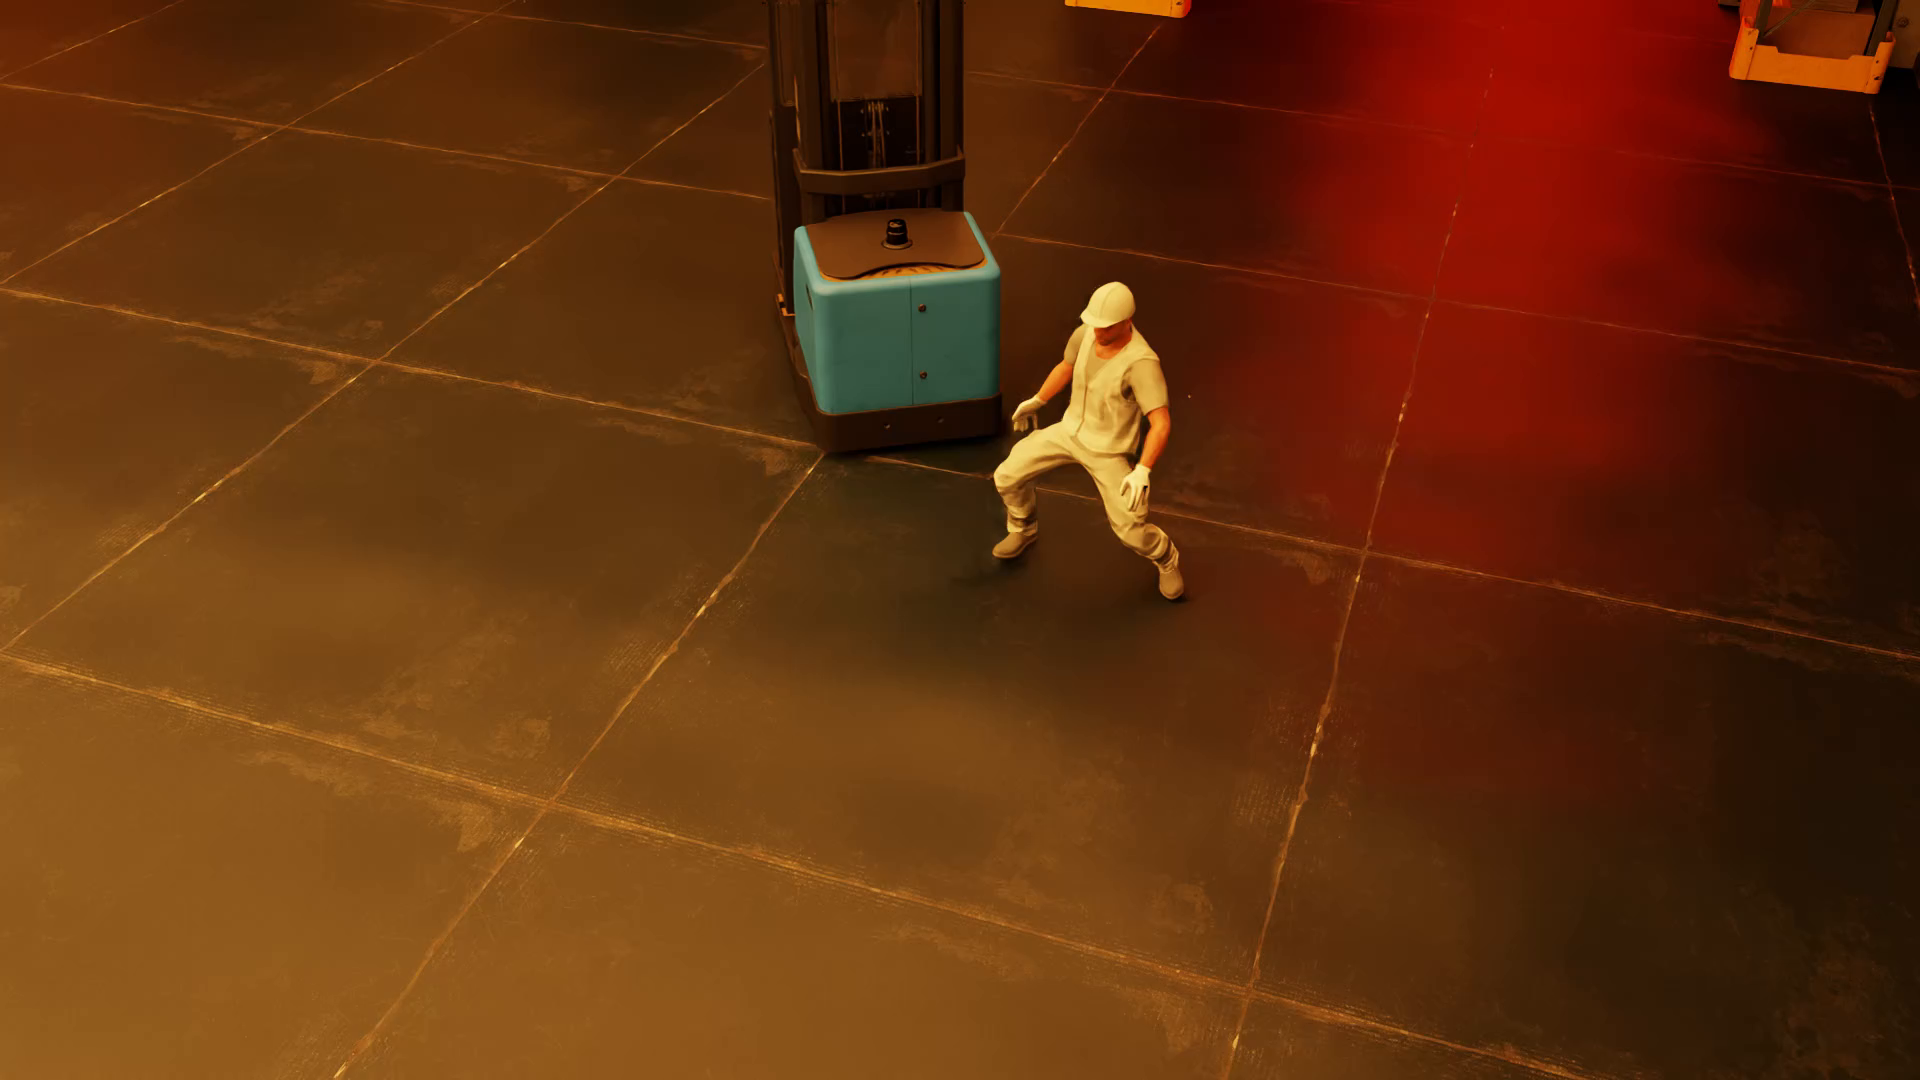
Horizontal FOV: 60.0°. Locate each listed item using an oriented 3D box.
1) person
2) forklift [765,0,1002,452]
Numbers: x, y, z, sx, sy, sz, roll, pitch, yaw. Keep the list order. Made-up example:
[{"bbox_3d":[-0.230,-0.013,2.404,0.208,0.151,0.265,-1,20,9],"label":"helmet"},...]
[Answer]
[{"bbox_3d":[0.675,-0.481,7.906,0.727,1.606,0.996,-25,42,-30],"label":"person"},{"bbox_3d":[-0.575,-2.531,9.680,1.130,2.935,3.031,-7,36,-10],"label":"forklift"}]
